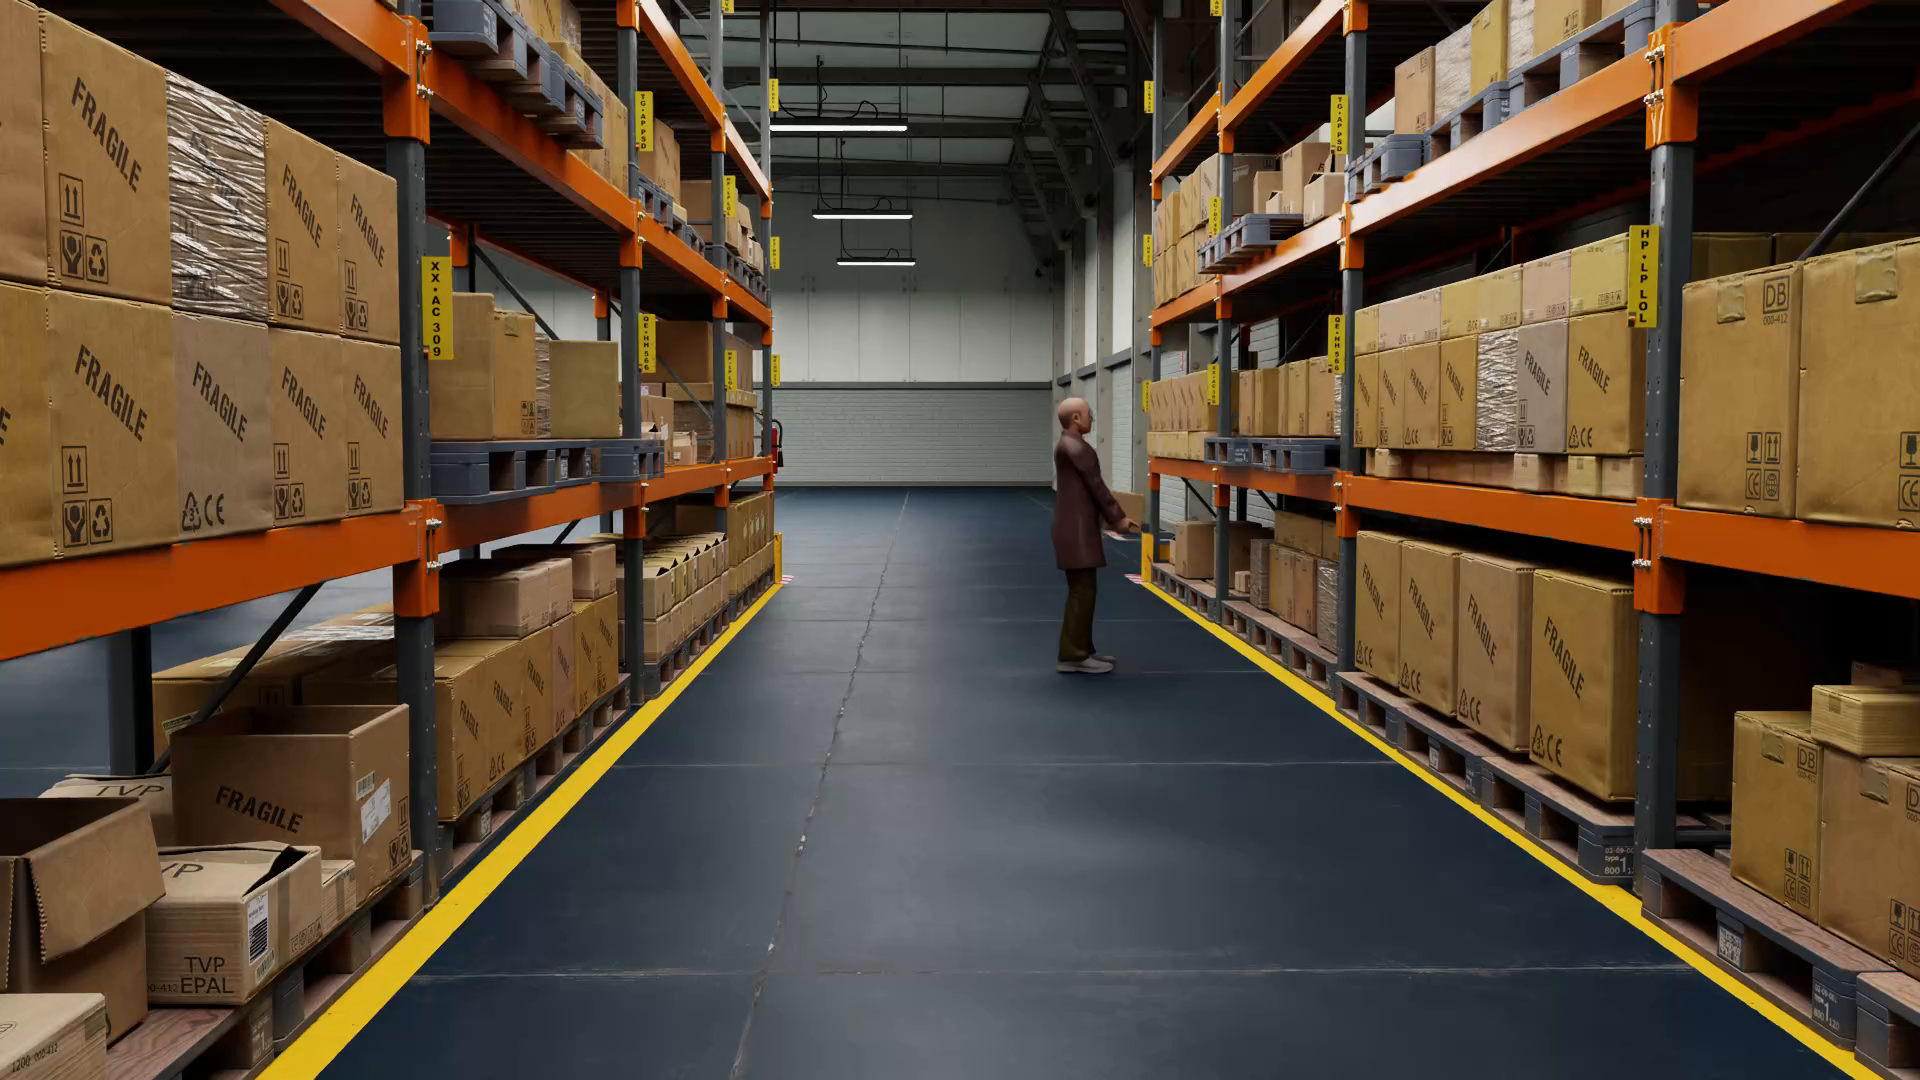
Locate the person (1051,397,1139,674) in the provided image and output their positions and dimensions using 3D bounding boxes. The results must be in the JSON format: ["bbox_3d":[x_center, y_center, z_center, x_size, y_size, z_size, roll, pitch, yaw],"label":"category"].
[{"bbox_3d":[0.871,-0.038,10.815,0.556,1.780,0.526,0,4,-2],"label":"person"}]
